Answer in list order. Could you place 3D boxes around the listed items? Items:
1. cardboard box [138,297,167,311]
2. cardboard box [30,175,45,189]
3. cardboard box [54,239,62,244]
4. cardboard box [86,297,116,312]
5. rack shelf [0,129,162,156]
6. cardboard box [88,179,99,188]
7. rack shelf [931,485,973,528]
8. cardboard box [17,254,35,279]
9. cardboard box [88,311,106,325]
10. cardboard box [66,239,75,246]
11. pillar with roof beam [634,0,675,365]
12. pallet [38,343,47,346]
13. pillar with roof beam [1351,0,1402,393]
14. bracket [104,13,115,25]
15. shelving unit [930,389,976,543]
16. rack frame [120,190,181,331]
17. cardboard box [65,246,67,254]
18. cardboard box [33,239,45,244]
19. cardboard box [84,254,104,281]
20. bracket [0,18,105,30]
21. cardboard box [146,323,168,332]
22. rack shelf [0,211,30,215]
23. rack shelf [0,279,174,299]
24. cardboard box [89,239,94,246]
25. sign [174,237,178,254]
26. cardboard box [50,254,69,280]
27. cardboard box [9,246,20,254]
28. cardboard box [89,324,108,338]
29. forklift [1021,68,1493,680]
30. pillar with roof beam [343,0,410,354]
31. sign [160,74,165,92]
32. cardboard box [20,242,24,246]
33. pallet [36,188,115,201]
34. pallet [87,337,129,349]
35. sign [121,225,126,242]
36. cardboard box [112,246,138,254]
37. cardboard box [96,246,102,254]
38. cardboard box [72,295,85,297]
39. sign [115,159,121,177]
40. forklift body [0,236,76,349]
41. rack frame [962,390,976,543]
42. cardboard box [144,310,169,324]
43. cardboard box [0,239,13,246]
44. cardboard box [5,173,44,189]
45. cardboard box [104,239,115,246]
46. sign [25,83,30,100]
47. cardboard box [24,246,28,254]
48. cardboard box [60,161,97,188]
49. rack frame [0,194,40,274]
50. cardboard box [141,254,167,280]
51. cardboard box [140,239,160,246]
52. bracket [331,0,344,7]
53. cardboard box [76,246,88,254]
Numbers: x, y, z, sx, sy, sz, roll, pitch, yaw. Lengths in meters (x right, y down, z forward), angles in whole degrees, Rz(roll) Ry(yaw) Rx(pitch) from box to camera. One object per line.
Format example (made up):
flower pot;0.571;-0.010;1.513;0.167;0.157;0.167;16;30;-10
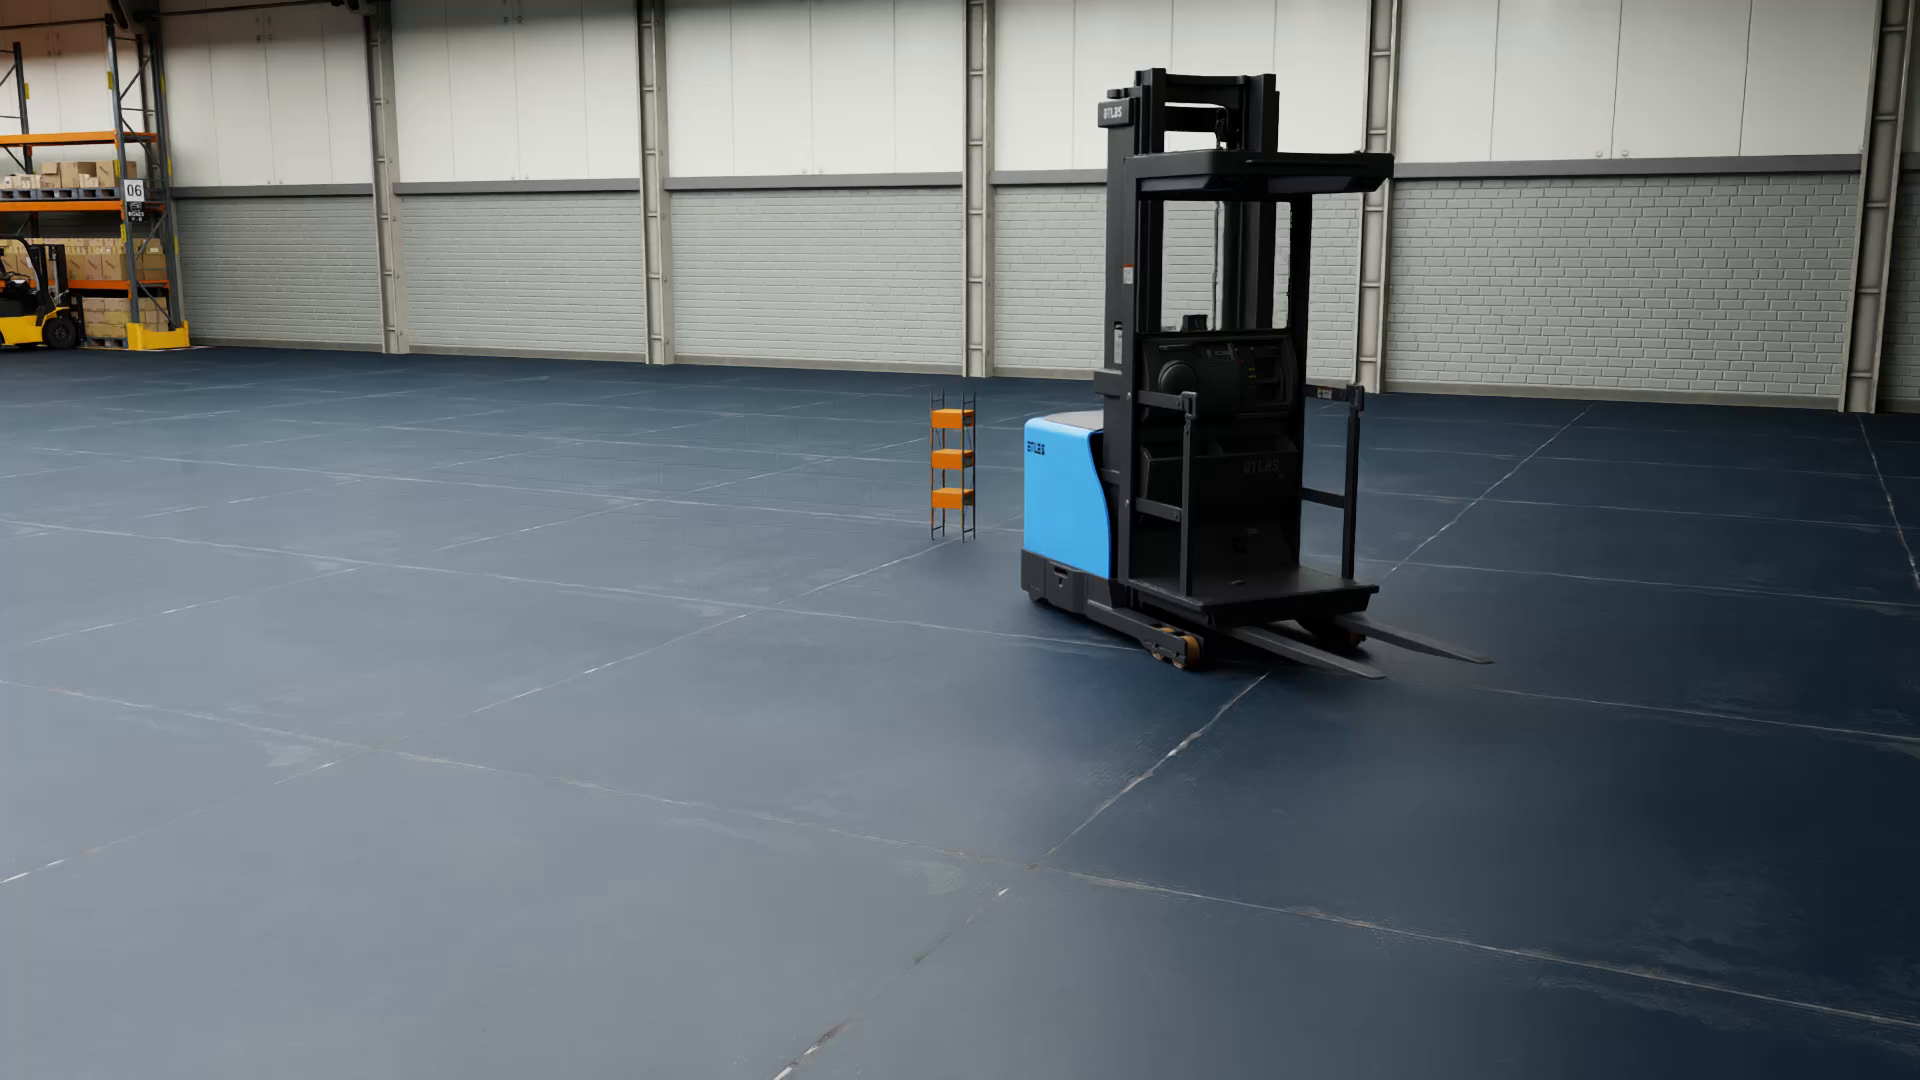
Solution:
cardboard box;-15.982;-4.639;32.675;0.500;0.250;0.500;5;11;25
cardboard box;-18.025;-7.041;32.707;0.258;0.266;0.396;5;11;24
cardboard box;-17.645;-5.877;32.845;0.250;0.149;0.380;5;11;26
cardboard box;-16.646;-4.597;32.441;0.500;0.250;0.500;5;12;27
rack shelf;-17.428;-7.784;32.617;4.000;0.370;1.077;5;11;26
cardboard box;-16.512;-6.851;31.982;0.250;0.149;0.380;5;11;24
rack shelf;-0.048;-0.237;11.711;0.240;0.259;0.215;5;11;26
cardboard box;-18.465;-5.475;33.278;0.500;0.500;0.500;5;12;27
cardboard box;-16.654;-4.355;32.508;0.500;0.250;0.500;5;11;25
cardboard box;-17.238;-5.819;32.525;0.250;0.149;0.380;5;12;27
pillar with roof beam;-7.003;-6.743;23.721;0.400;9.000;9.100;5;11;26
pallet;-18.527;-4.099;33.787;1.213;0.211;1.003;5;11;26
pillar with roof beam;3.758;-5.798;18.496;0.400;9.000;9.100;5;11;26
bracket;-16.389;-10.124;32.292;0.430;0.232;0.235;5;11;26
shelving unit;-0.048;-0.521;11.660;0.252;1.050;0.215;5;11;26
rack frame;-15.634;-5.226;32.181;0.127;3.000;1.000;5;11;26
cardboard box;-17.414;-5.708;32.743;0.250;0.149;0.380;5;11;25
cardboard box;-18.130;-5.905;32.999;0.250;0.149;0.380;5;11;25
cardboard box;-16.653;-5.314;32.388;0.500;0.500;0.500;5;12;28
bracket;-18.700;-10.327;33.414;4.783;0.066;0.076;5;11;26
cardboard box;-15.988;-4.149;32.775;0.500;0.250;0.500;5;11;26
rack shelf;-21.015;-6.820;34.590;4.000;0.370;1.077;5;11;26
rack shelf;-17.428;-5.029;33.116;4.000;0.370;1.077;5;11;26
cardboard box;-16.721;-5.797;32.401;0.250;0.149;0.380;5;11;26
sign;-15.383;-5.779;32.584;0.005;0.325;0.100;5;11;26
cardboard box;-17.568;-5.392;32.820;0.500;0.500;0.500;5;11;26
cardboard box;-18.819;-5.822;33.373;0.250;0.149;0.380;5;12;27
cardboard box;-16.637;-4.106;32.539;0.500;0.250;0.500;5;11;26
forklift;1.445;-0.895;8.444;1.130;2.935;3.031;-5;11;-25
pillar with roof beam;-12.384;-7.216;26.334;0.548;9.000;9.100;5;11;26
sign;-15.383;-8.803;32.036;0.005;0.325;0.100;5;11;26
cardboard box;-18.560;-5.958;33.291;0.250;0.149;0.380;5;11;25
pallet;-17.355;-6.814;32.782;1.213;0.211;1.003;5;11;26
pallet;-16.339;-3.907;32.725;1.213;0.211;1.003;5;11;26
sign;-15.887;-5.826;31.584;0.005;0.325;0.100;5;11;26
cardboard box;-16.069;-5.577;32.018;0.250;0.149;0.380;5;11;27
cardboard box;-16.517;-5.622;32.270;0.250;0.149;0.380;5;12;27
cardboard box;-17.786;-4.799;33.558;0.500;0.250;0.500;5;11;26
sign;-15.887;-7.013;31.369;0.005;0.325;0.100;5;11;26
forklift body;-18.142;-4.666;31.472;1.214;2.155;2.313;5;11;26
rack frame;0.061;-0.511;11.607;0.008;1.050;0.200;5;11;26
cardboard box;-15.964;-4.395;32.732;0.500;0.250;0.500;5;12;27
cardboard box;-19.067;-5.983;33.428;0.250;0.149;0.380;5;12;27
cardboard box;-18.583;-7.124;33.039;0.500;0.311;0.500;5;12;27
cardboard box;-16.284;-5.749;32.137;0.250;0.149;0.380;5;11;26
sign;-18.954;-9.117;33.770;0.005;0.325;0.100;5;11;26
cardboard box;-18.385;-5.775;33.112;0.250;0.149;0.380;5;12;27
cardboard box;-17.013;-7.099;32.370;0.500;0.500;0.700;5;11;26
rack frame;-19.221;-5.541;33.922;0.127;3.000;1.000;5;11;26
cardboard box;-15.956;-5.358;32.633;0.500;0.500;0.500;5;12;28
cardboard box;-15.841;-5.801;32.422;0.250;0.149;0.380;5;11;25
bracket;-11.008;-9.651;29.679;0.430;0.232;0.235;5;11;26
cardboard box;-16.995;-5.657;32.462;0.250;0.149;0.380;5;11;24
